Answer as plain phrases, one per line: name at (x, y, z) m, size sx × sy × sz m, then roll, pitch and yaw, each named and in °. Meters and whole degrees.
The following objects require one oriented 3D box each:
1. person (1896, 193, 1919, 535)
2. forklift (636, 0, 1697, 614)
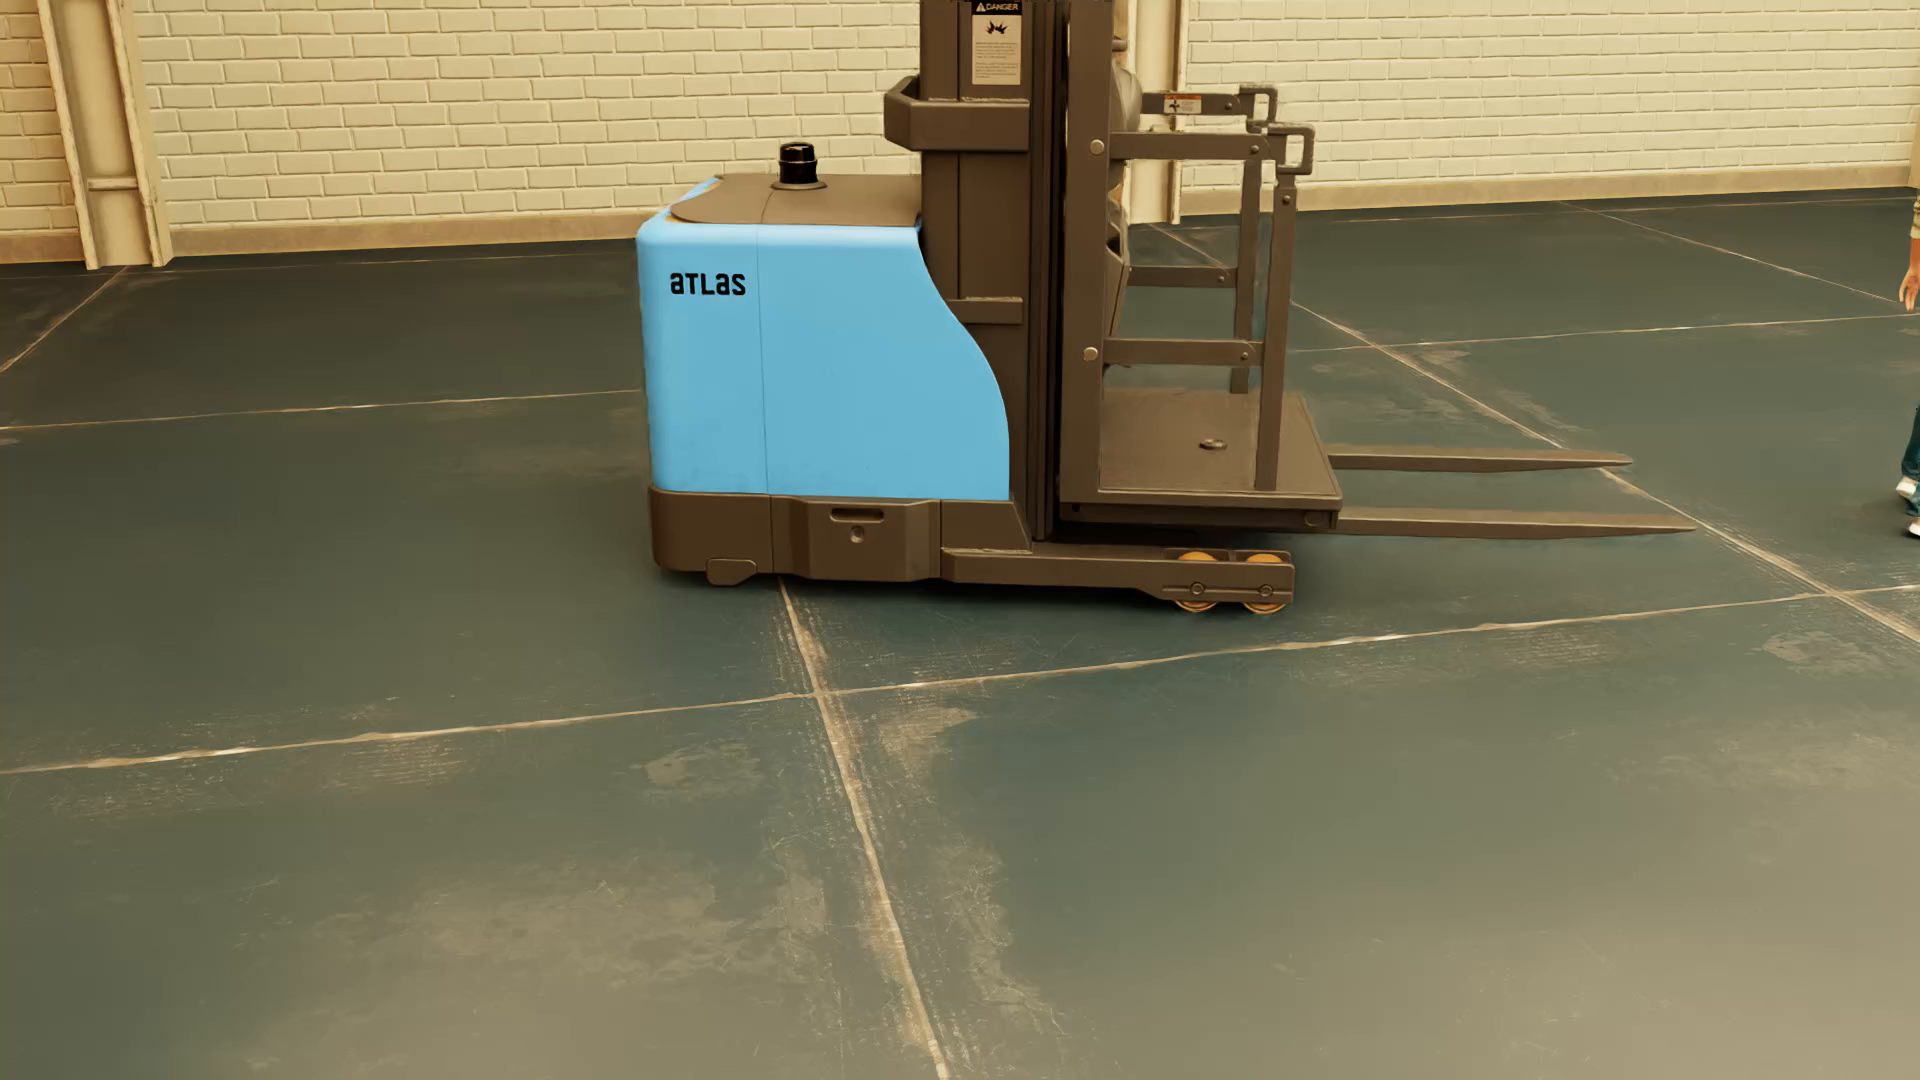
person at (3.220, -0.766, 5.180) m, size 0.488 × 1.615 × 0.510 m, roll -9°, pitch 23°, yaw -22°
forklift at (0.631, -1.357, 4.744) m, size 3.031 × 2.935 × 1.130 m, roll 2°, pitch 21°, yaw 4°
